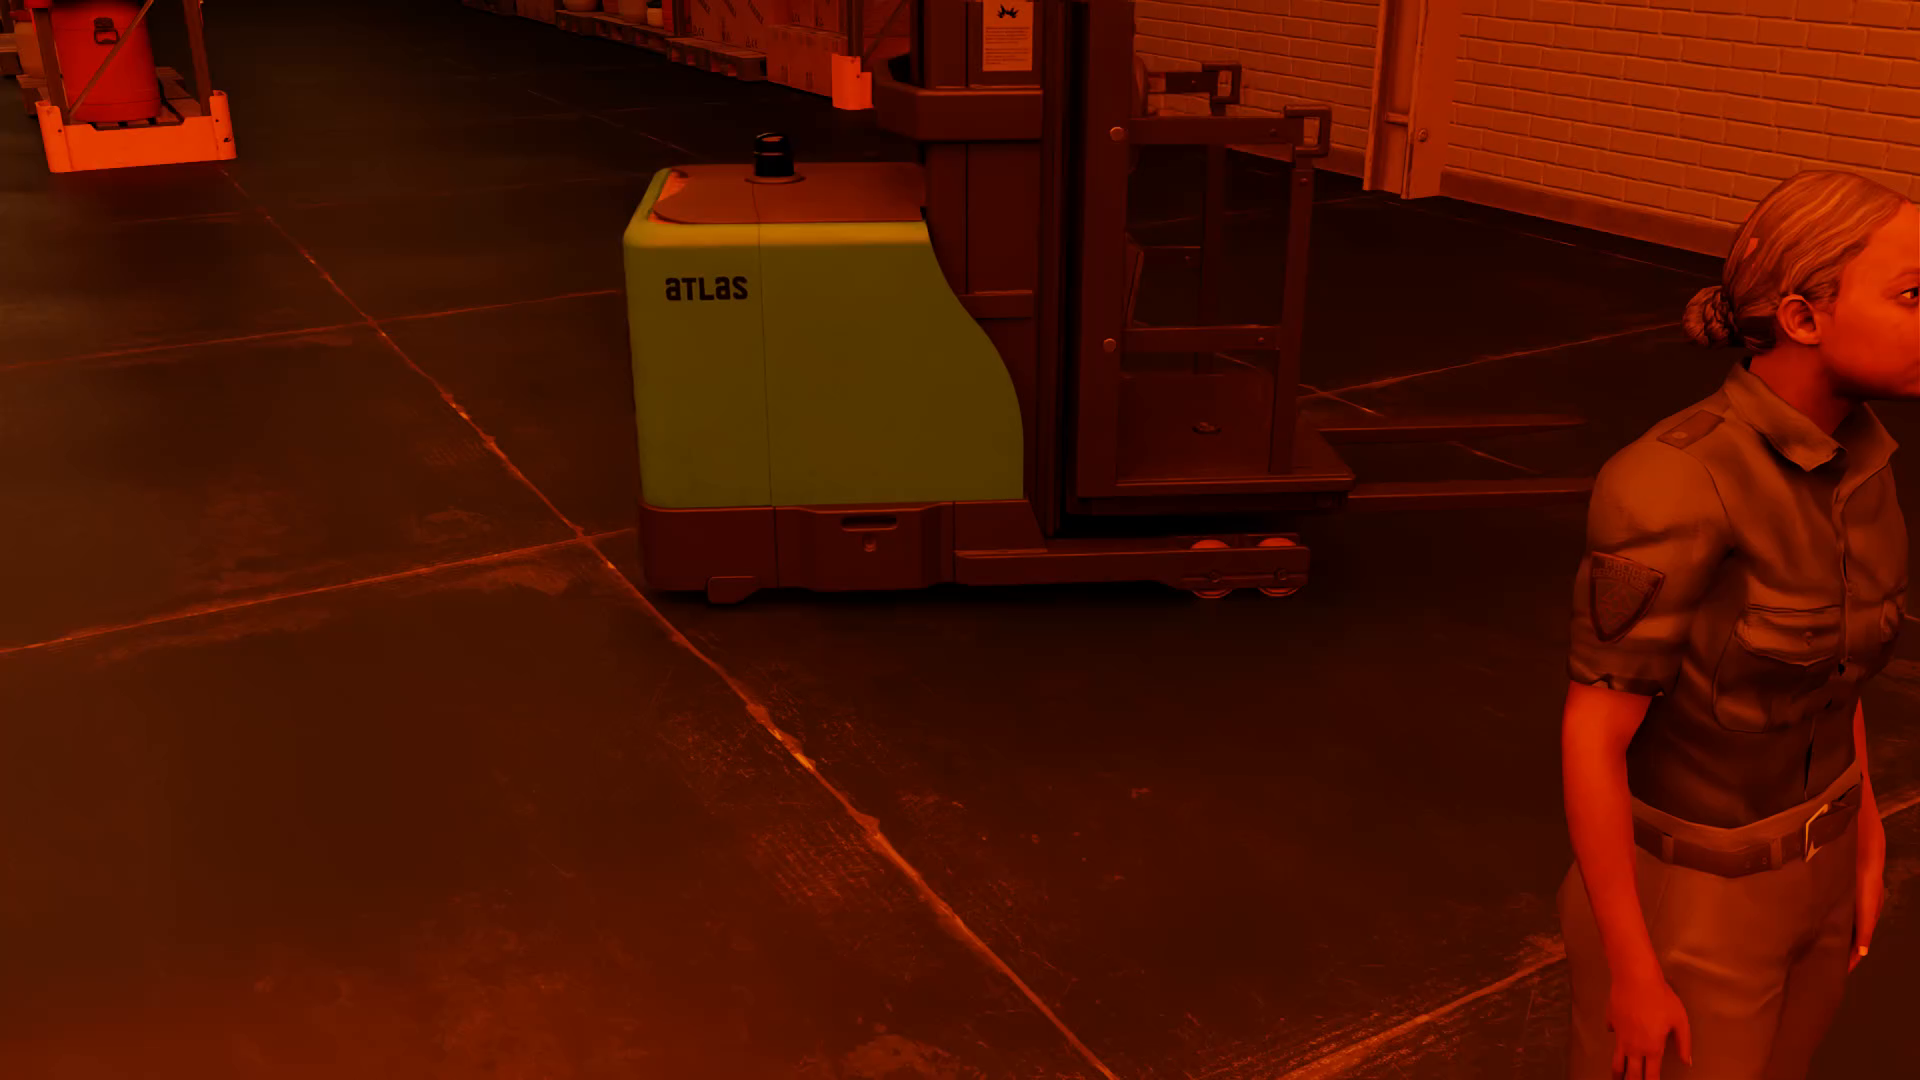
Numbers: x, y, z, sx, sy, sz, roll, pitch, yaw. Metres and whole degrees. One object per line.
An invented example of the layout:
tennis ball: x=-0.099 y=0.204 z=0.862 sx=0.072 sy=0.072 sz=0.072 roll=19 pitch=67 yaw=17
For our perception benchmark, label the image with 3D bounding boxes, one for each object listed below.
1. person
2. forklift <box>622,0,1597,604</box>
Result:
person: x=0.907 y=0.451 z=1.839 sx=0.570 sy=1.654 sz=0.505 roll=-16 pitch=27 yaw=-34
forklift: x=0.587 y=-1.387 z=4.653 sx=3.031 sy=2.935 sz=1.130 roll=-2 pitch=22 yaw=-4
